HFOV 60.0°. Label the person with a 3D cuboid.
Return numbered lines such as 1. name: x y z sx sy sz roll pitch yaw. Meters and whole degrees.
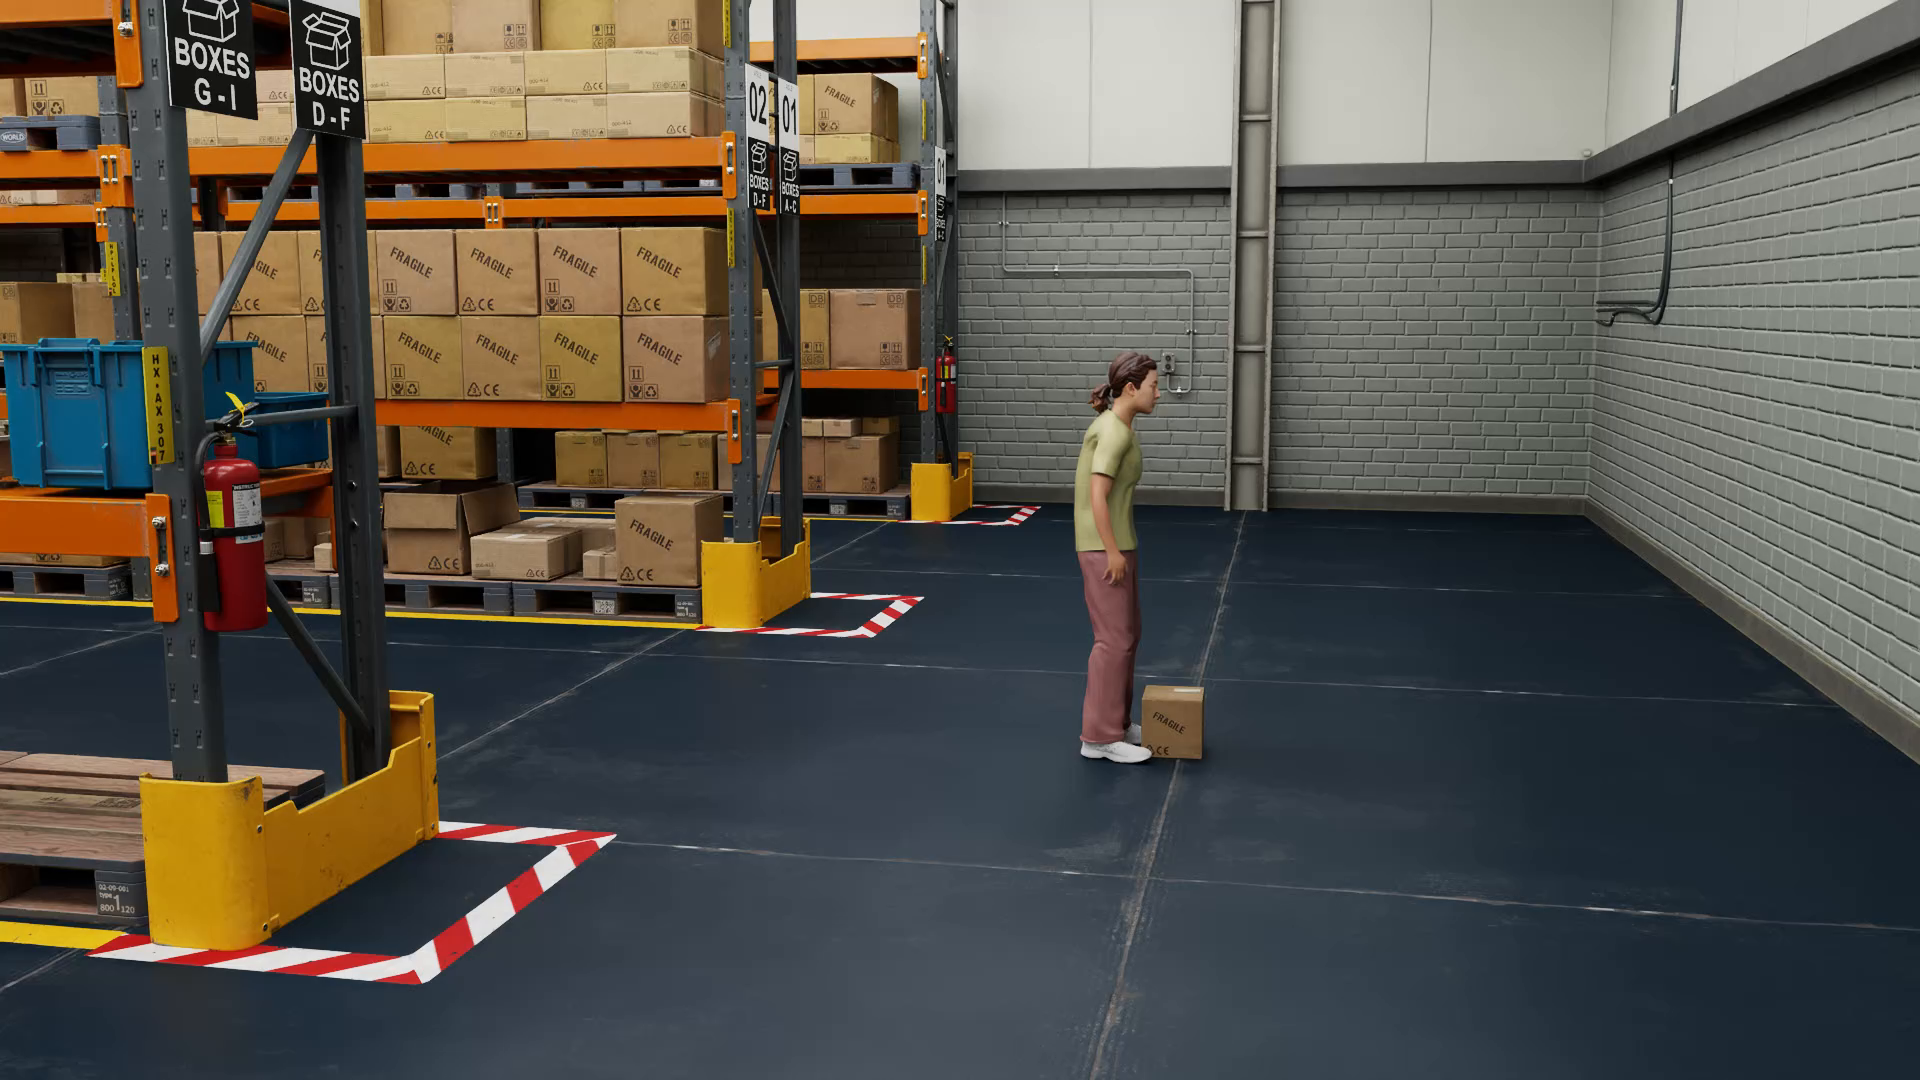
1. person: 0.654 0.054 6.940 0.353 1.672 0.508 1 8 10
